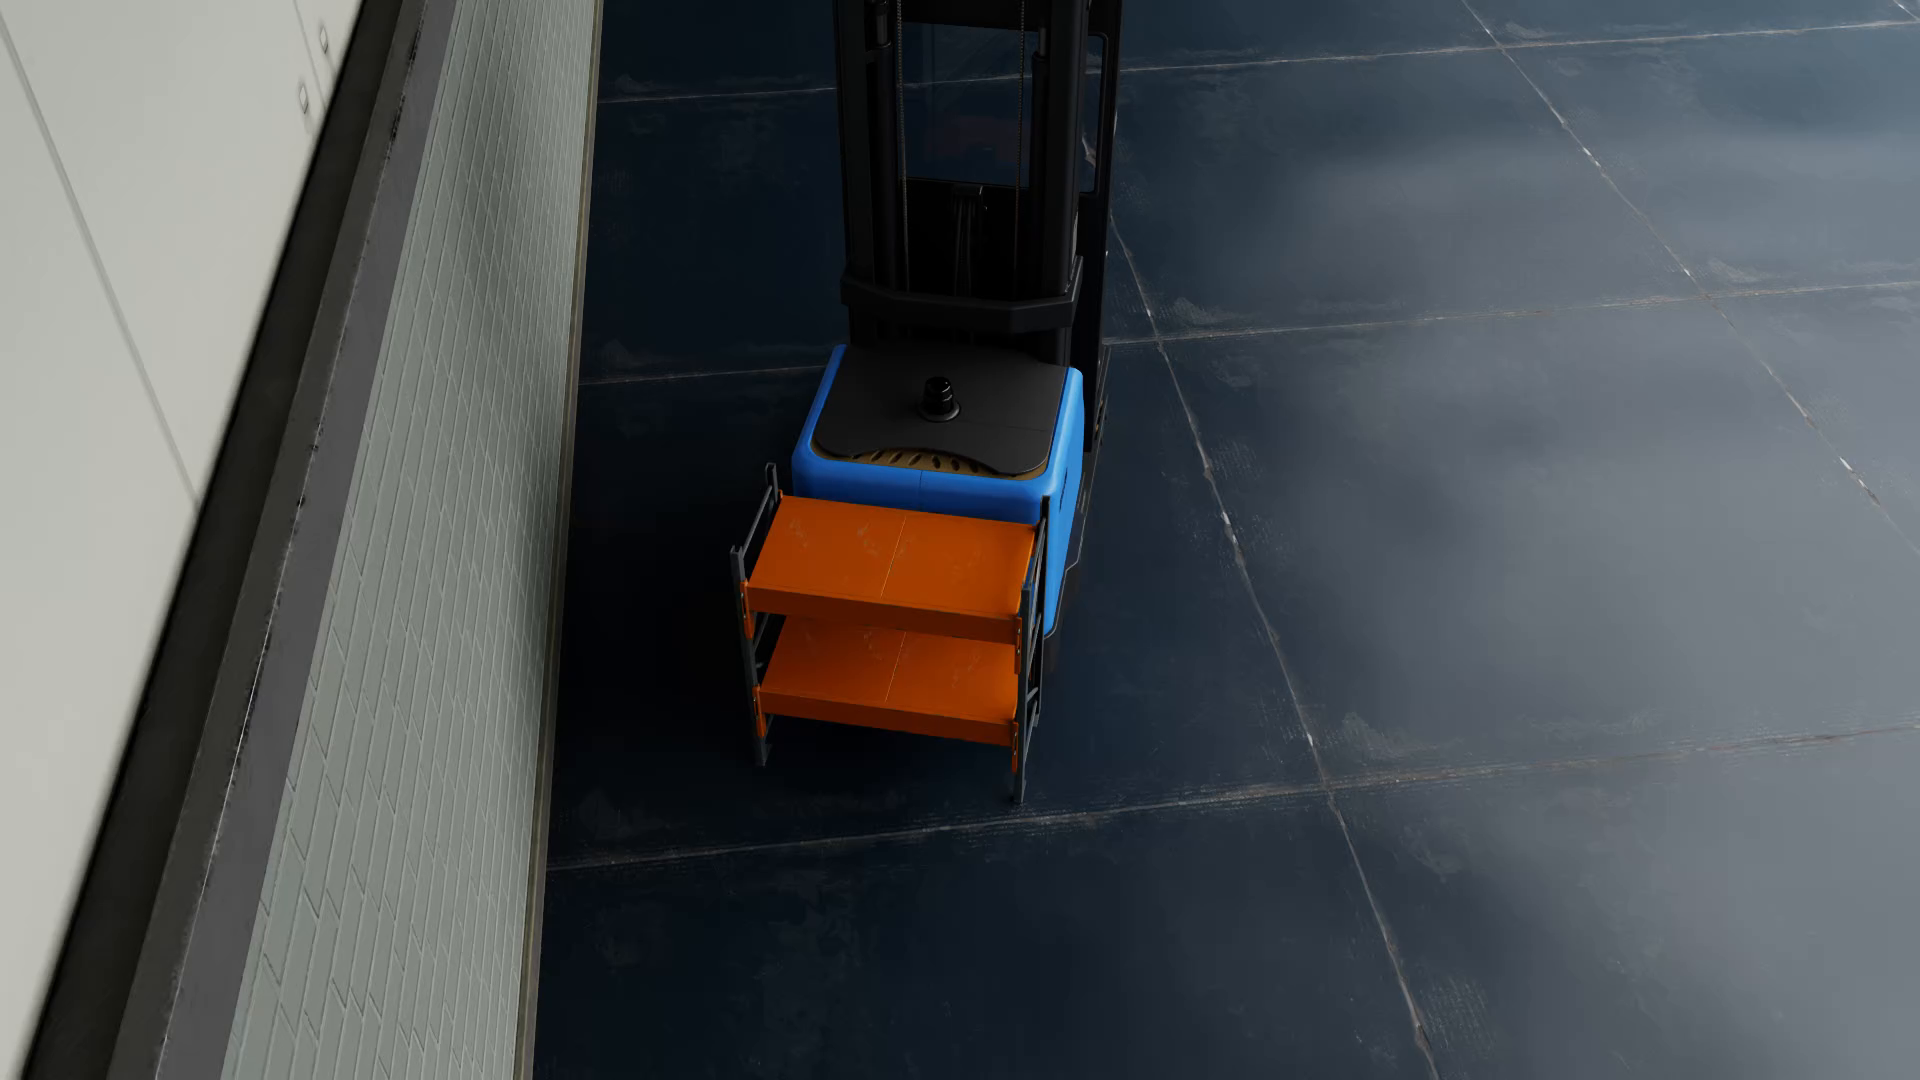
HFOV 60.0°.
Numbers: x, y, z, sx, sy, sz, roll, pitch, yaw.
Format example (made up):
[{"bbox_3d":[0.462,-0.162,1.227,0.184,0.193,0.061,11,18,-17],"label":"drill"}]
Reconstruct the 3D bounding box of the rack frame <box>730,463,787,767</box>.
[{"bbox_3d":[-0.735,0.300,6.293,0.032,1.125,0.500,7,43,8],"label":"rack frame"}]

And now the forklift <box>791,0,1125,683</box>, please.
[{"bbox_3d":[0.108,-1.504,6.945,1.130,2.935,3.031,7,42,7],"label":"forklift"}]

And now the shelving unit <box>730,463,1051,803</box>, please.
[{"bbox_3d":[-0.235,0.361,6.225,1.048,1.125,0.538,7,43,8],"label":"shelving unit"}]

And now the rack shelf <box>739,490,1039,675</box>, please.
[{"bbox_3d":[-0.235,0.144,6.029,1.000,0.278,0.538,7,43,8],"label":"rack shelf"}]

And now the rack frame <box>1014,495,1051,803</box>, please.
[{"bbox_3d":[0.265,0.422,6.158,0.032,1.125,0.500,7,43,8],"label":"rack frame"}]

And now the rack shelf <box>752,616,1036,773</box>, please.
[{"bbox_3d":[-0.235,0.542,6.389,1.000,0.278,0.538,7,43,8],"label":"rack shelf"}]
